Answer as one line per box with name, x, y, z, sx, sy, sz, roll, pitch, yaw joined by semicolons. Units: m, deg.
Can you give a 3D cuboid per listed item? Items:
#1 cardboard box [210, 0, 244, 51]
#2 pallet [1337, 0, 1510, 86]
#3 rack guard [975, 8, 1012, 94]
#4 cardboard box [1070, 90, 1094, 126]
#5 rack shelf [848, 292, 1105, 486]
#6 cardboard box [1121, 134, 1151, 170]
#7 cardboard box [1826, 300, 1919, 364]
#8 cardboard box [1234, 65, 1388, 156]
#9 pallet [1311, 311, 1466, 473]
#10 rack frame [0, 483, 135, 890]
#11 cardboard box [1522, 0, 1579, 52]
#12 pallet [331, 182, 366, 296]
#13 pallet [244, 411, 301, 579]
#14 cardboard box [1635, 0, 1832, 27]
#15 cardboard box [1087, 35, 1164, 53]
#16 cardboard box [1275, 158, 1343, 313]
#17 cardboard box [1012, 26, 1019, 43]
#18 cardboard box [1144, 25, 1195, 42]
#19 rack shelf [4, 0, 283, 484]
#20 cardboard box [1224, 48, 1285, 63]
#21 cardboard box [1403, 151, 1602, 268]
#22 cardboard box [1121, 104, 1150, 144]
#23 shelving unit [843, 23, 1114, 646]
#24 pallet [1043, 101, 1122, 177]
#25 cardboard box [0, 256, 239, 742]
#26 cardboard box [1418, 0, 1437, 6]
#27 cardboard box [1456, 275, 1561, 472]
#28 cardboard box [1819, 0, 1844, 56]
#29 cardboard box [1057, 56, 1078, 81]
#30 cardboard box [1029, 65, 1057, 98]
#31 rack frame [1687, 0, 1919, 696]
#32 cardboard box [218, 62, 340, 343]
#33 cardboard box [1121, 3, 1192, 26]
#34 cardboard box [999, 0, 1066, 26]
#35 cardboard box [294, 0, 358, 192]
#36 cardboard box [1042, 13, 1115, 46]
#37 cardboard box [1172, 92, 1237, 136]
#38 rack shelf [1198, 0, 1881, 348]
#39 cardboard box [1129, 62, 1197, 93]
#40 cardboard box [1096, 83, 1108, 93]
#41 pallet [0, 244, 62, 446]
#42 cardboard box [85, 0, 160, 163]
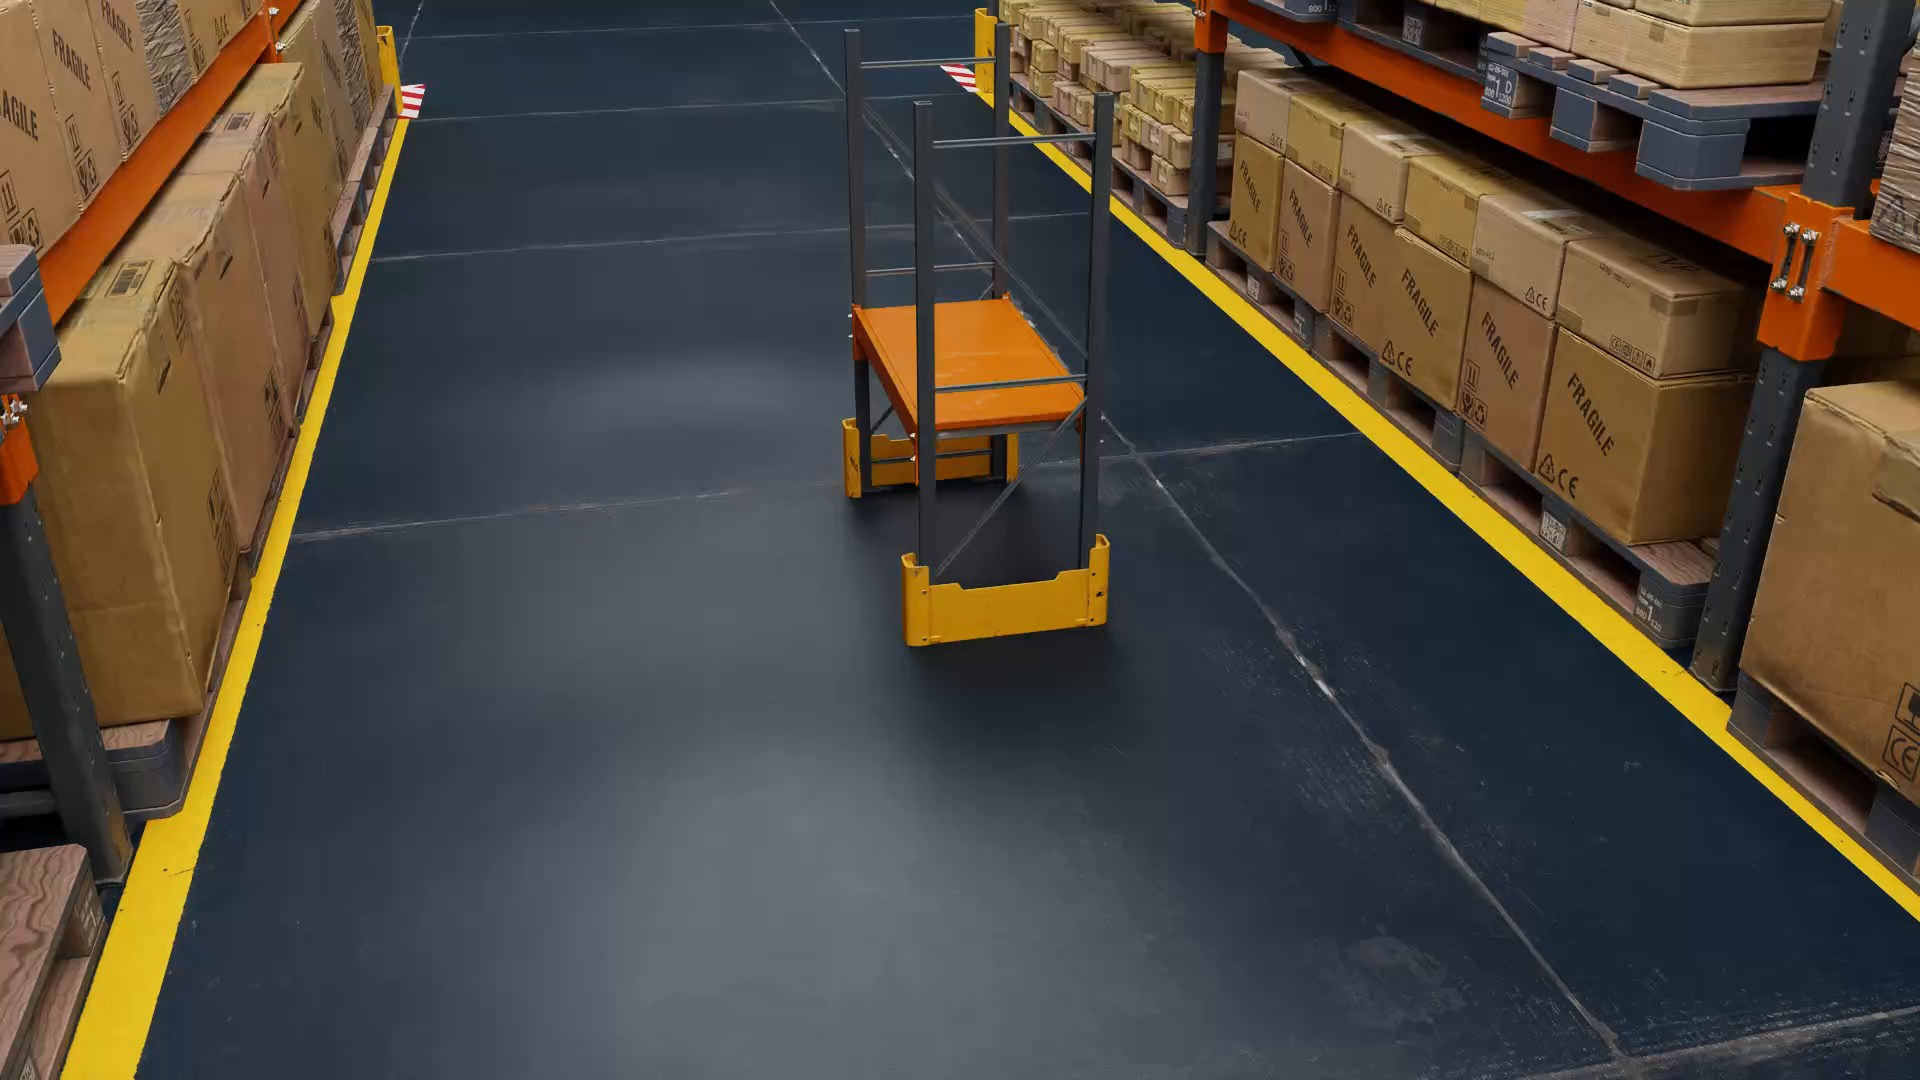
cardboard box;-2.796;-1.947;5.667;0.500;0.500;0.500;-5;27;-10
pallet;1.998;-1.780;5.661;1.003;0.211;1.213;-6;27;-12
rack guard;0.698;-3.364;11.360;1.175;0.500;0.348;-6;27;-12
cardboard box;0.849;-2.488;9.547;0.380;0.149;0.250;-6;27;-12
rack shelf;0.019;-0.472;4.919;0.538;0.185;1.000;-6;27;-12
cardboard box;1.063;-2.041;8.663;0.380;0.149;0.250;-7;28;-13
cardboard box;2.565;-0.735;4.852;0.500;0.250;0.500;-7;28;-14
cardboard box;1.492;-1.812;6.987;0.500;0.250;0.500;-7;28;-14
pallet;2.038;-0.634;6.272;1.003;0.211;1.213;-6;27;-12
rack frame;-2.371;-0.542;2.994;1.000;3.000;0.127;-6;27;-12
cardboard box;1.813;-1.468;4.643;0.380;0.149;0.250;-5;27;-11
pallet;-3.368;-1.395;7.779;1.003;0.211;1.213;-6;27;-12
pallet;-2.747;-0.185;5.383;1.003;0.211;1.213;-6;27;-12
cardboard box;1.929;-1.380;4.137;0.380;0.149;0.250;-5;27;-11
cardboard box;0.934;-2.753;9.412;0.380;0.149;0.250;-6;27;-11
cardboard box;1.612;-1.245;6.696;0.500;0.500;0.500;-5;27;-9
cardboard box;0.549;-3.305;10.836;0.380;0.149;0.250;-5;27;-9
cardboard box;1.293;-2.910;9.725;0.380;0.149;0.250;-7;28;-13
rack shelf;-2.822;-1.099;4.896;1.077;0.370;4.000;-6;27;-12
cardboard box;1.539;-2.575;9.060;0.380;0.149;0.250;-5;27;-10
cardboard box;1.851;-1.126;5.628;0.500;0.250;0.500;-5;27;-10
cardboard box;1.051;-2.144;8.537;0.380;0.149;0.250;-7;28;-13
shelving unit;0.017;-0.636;4.846;0.587;1.500;1.083;-6;27;-12
pallet;1.118;-2.340;9.652;1.003;0.211;1.213;-6;27;-12
cardboard box;-2.506;-0.086;3.983;1.225;0.875;0.875;-7;28;-14
cardboard box;1.641;-1.810;5.320;0.380;0.149;0.250;-5;27;-10
cardboard box;1.968;-0.563;5.345;0.500;0.500;0.500;-5;27;-10
cardboard box;2.520;-1.411;4.529;0.380;0.149;0.250;-5;27;-9
cardboard box;0.802;-2.850;9.935;0.380;0.149;0.250;-7;28;-14
cardboard box;0.640;-2.827;10.220;0.380;0.149;0.250;-6;27;-11
rack frame;2.484;-1.001;3.904;1.000;3.000;0.127;-6;27;-12
cardboard box;-3.109;-1.258;6.305;1.225;0.875;0.875;-6;27;-11
cardboard box;1.230;-3.270;10.437;0.380;0.149;0.250;-7;28;-13
cardboard box;0.468;-3.429;10.752;0.380;0.149;0.250;-7;28;-14
cardboard box;-3.546;-2.230;8.230;0.875;0.875;0.875;-6;27;-12
cardboard box;0.716;-3.096;10.093;0.380;0.149;0.250;-7;28;-14
cardboard box;1.249;-2.067;8.054;0.380;0.149;0.250;-5;27;-10
rack shelf;2.033;-1.558;5.806;1.077;0.370;4.000;-6;27;-12
cardboard box;1.107;-2.406;8.725;0.380;0.149;0.250;-5;27;-10
cardboard box;0.973;-2.494;9.229;0.380;0.149;0.250;-7;28;-14
pallet;-2.107;-0.154;2.439;1.213;0.211;1.003;-6;27;-12
cardboard box;-2.453;-1.278;4.342;0.500;0.500;0.500;-6;27;-13
